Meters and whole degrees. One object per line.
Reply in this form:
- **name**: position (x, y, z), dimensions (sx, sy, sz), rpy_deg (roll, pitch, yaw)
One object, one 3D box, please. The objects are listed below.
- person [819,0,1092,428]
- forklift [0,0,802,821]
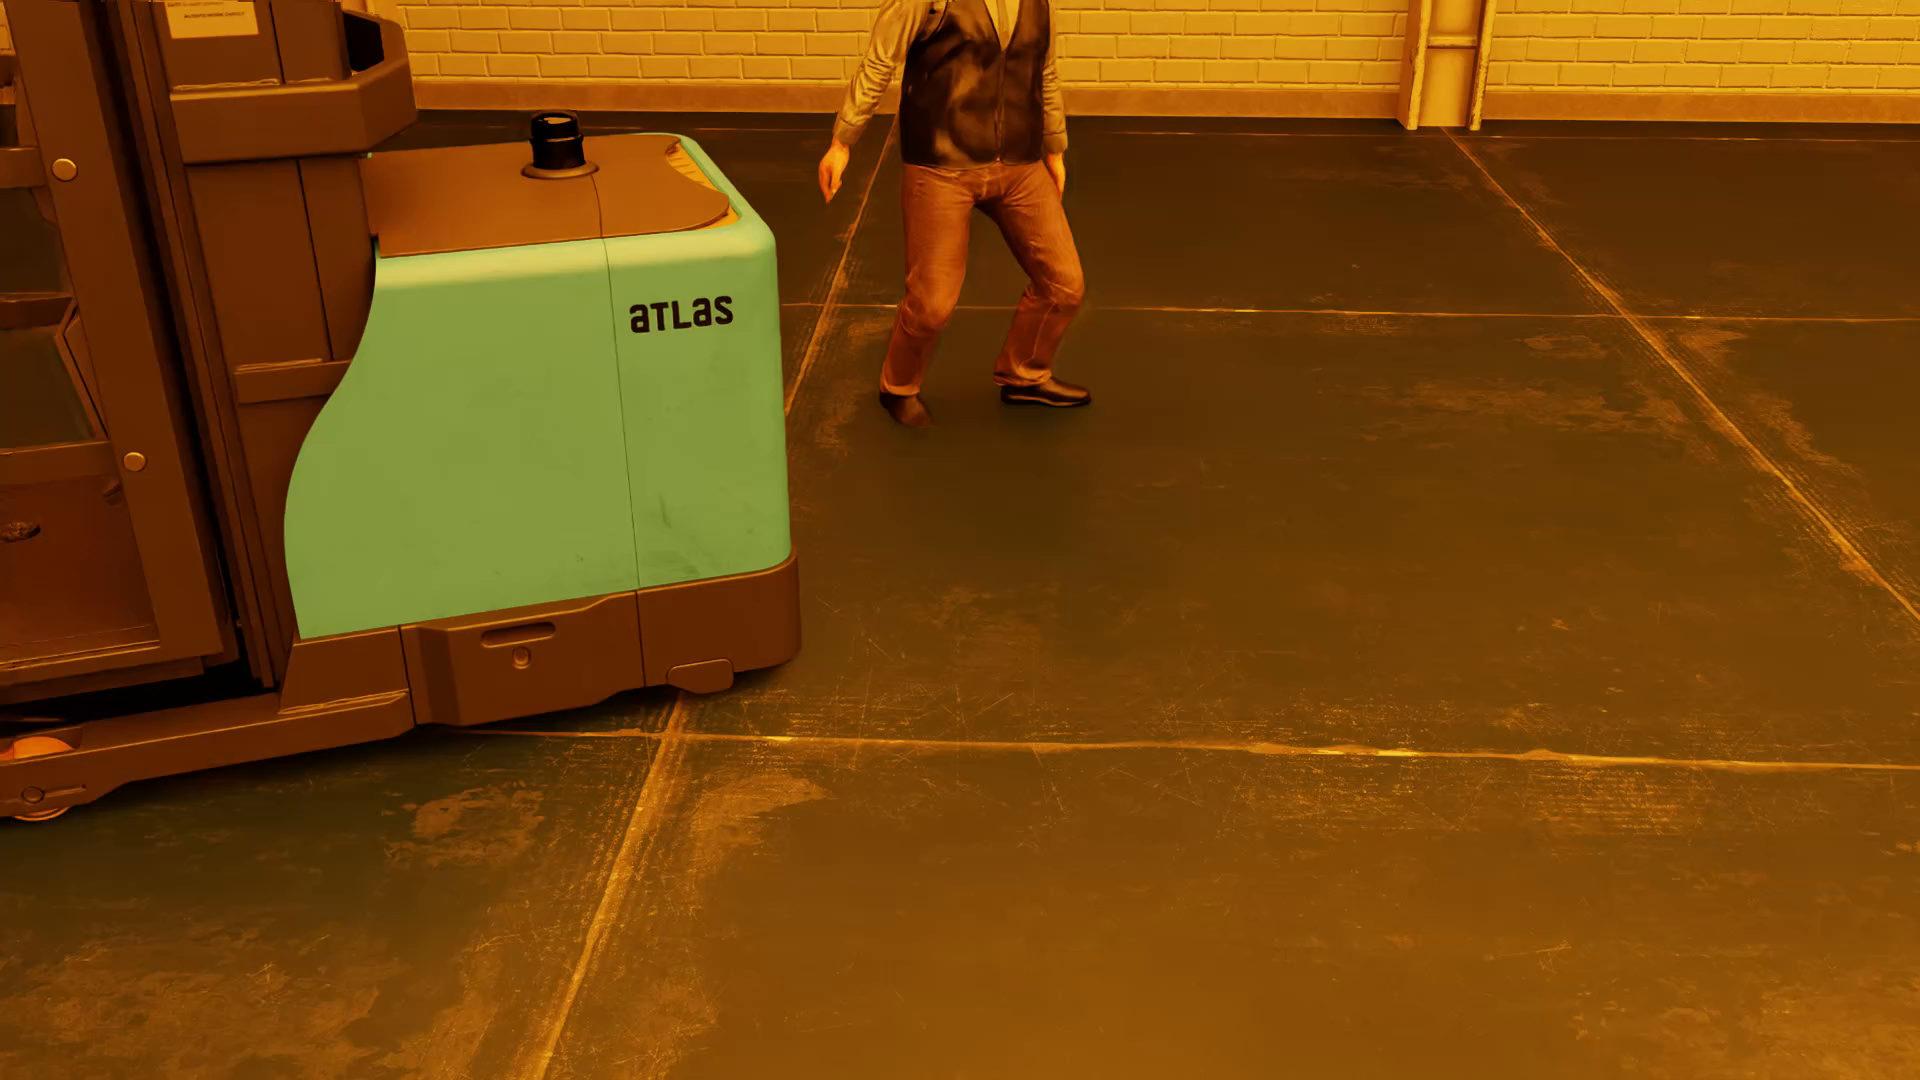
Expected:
- **person**: position (0.000, -1.118, 4.974), dimensions (0.874, 1.695, 0.471), rpy_deg (-12, 29, -24)
- **forklift**: position (-1.943, -0.981, 3.198), dimensions (3.031, 2.935, 1.130), rpy_deg (-8, 27, -17)
